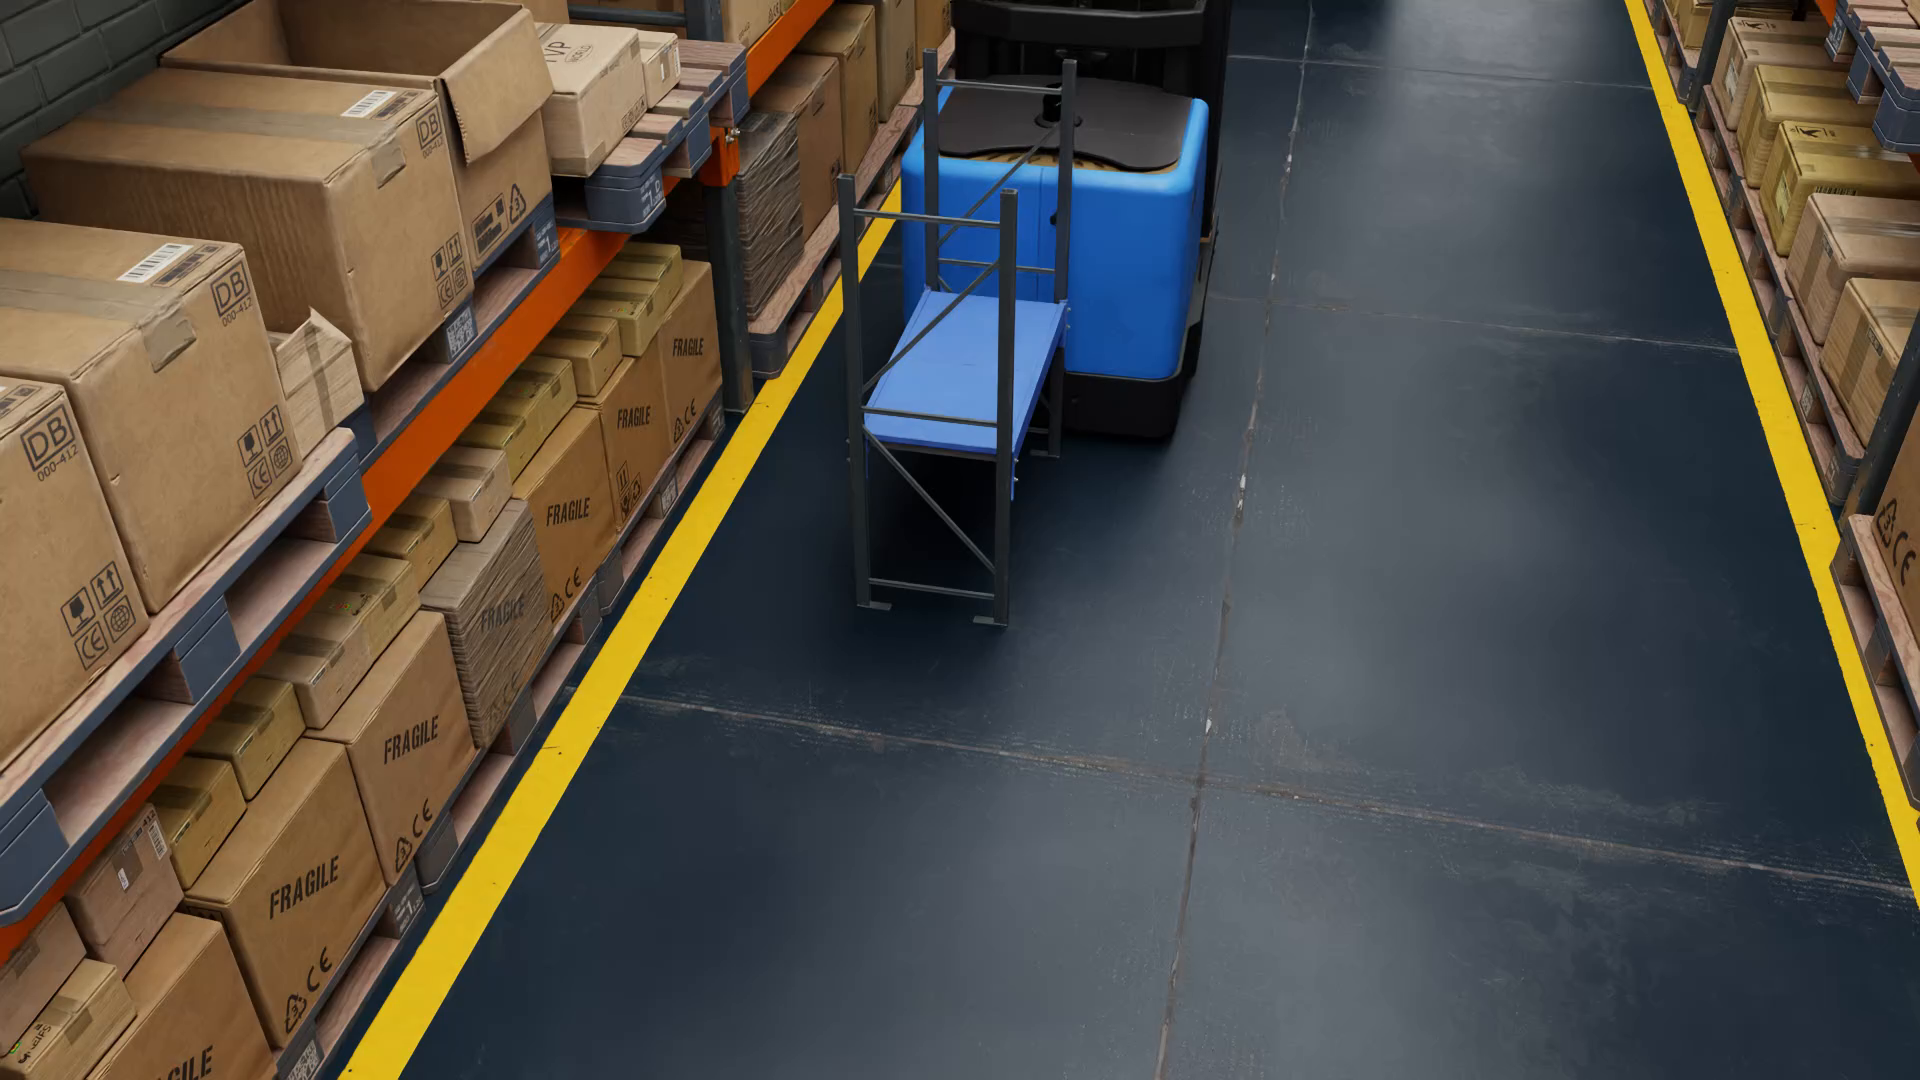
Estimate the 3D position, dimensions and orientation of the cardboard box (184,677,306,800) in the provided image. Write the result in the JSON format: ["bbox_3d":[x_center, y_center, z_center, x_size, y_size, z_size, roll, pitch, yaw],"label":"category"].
[{"bbox_3d":[-1.750,0.434,3.814,0.380,0.149,0.250,7,36,9],"label":"cardboard box"}]

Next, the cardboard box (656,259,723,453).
[{"bbox_3d":[-1.185,-0.679,5.903,0.500,0.500,0.500,8,37,11],"label":"cardboard box"}]

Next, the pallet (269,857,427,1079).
[{"bbox_3d":[-2.022,1.161,3.968,1.003,0.211,1.213,7,37,10],"label":"pallet"}]

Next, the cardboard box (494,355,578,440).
[{"bbox_3d":[-1.391,-0.444,5.026,0.380,0.149,0.250,8,37,11],"label":"cardboard box"}]

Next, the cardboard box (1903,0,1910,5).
[{"bbox_3d":[3.444,-1.912,5.688,0.380,0.149,0.250,6,36,8],"label":"cardboard box"}]

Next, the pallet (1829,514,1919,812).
[{"bbox_3d":[3.303,0.402,5.016,1.003,0.211,1.213,7,37,10],"label":"pallet"}]

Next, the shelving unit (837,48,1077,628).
[{"bbox_3d":[0.018,-0.656,5.377,0.538,1.500,1.048,7,37,10],"label":"shelving unit"}]

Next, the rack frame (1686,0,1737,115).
[{"bbox_3d":[4.400,-3.463,7.972,1.000,3.000,0.127,7,37,10],"label":"rack frame"}]

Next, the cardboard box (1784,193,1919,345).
[{"bbox_3d":[3.826,-1.023,6.487,0.950,0.372,0.625,7,36,9],"label":"cardboard box"}]

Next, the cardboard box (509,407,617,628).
[{"bbox_3d":[-1.411,-0.093,5.094,0.500,0.500,0.500,9,37,12],"label":"cardboard box"}]

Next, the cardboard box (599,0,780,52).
[{"bbox_3d":[-0.971,-1.953,6.017,0.500,0.250,0.500,7,37,10],"label":"cardboard box"}]

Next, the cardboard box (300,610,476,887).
[{"bbox_3d":[-1.621,0.504,4.271,0.500,0.500,0.500,6,36,9],"label":"cardboard box"}]

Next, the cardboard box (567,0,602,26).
[{"bbox_3d":[-1.458,-2.019,6.108,0.500,0.250,0.500,7,36,9],"label":"cardboard box"}]

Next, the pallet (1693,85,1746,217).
[{"bbox_3d":[4.235,-1.888,8.175,1.003,0.211,1.213,7,37,10],"label":"pallet"}]

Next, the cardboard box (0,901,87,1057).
[{"bbox_3d":[-1.882,0.782,3.081,0.380,0.149,0.250,7,36,9],"label":"cardboard box"}]

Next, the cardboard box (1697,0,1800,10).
[{"bbox_3d":[4.264,-3.196,8.950,0.500,0.500,0.500,7,36,9],"label":"cardboard box"}]

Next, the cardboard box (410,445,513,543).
[{"bbox_3d":[-1.473,-0.139,4.605,0.380,0.149,0.250,6,36,8],"label":"cardboard box"}]

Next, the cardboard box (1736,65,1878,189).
[{"bbox_3d":[4.140,-1.856,7.636,0.950,0.372,0.625,10,37,13],"label":"cardboard box"}]

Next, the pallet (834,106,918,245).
[{"bbox_3d":[-0.828,-1.825,8.089,1.003,0.211,1.213,7,37,10],"label":"pallet"}]

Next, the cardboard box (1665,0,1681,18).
[{"bbox_3d":[4.367,-3.199,9.593,0.500,0.250,0.500,6,36,9],"label":"cardboard box"}]

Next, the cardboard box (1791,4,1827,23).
[{"bbox_3d":[4.790,-2.824,9.076,0.500,0.250,0.500,6,36,8],"label":"cardboard box"}]

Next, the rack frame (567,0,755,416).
[{"bbox_3d":[-1.305,-1.790,5.664,1.000,3.000,0.127,7,37,10],"label":"rack frame"}]

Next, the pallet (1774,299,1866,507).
[{"bbox_3d":[3.714,-0.489,6.245,1.003,0.211,1.213,7,37,10],"label":"pallet"}]

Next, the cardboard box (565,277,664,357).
[{"bbox_3d":[-1.191,-0.735,5.428,0.380,0.149,0.250,6,36,8],"label":"cardboard box"}]

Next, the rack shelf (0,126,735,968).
[{"bbox_3d":[-1.732,-0.352,4.293,1.077,0.370,4.000,7,37,10],"label":"rack shelf"}]

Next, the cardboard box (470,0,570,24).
[{"bbox_3d":[-1.567,-1.725,5.131,0.500,0.500,0.500,9,37,12],"label":"cardboard box"}]

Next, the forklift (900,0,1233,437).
[{"bbox_3d":[0.569,-2.428,6.602,1.130,2.935,3.031,7,36,9],"label":"forklift"}]

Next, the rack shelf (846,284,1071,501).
[{"bbox_3d":[0.018,-0.511,5.483,0.538,0.185,1.000,7,37,10],"label":"rack shelf"}]

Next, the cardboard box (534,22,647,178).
[{"bbox_3d":[-1.214,-1.254,4.694,0.500,0.250,0.500,6,36,8],"label":"cardboard box"}]

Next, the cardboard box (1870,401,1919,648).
[{"bbox_3d":[3.317,-0.094,4.777,0.875,0.875,0.875,7,37,10],"label":"cardboard box"}]

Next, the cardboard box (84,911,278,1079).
[{"bbox_3d":[-1.836,1.096,3.454,0.500,0.500,0.500,9,37,12],"label":"cardboard box"}]

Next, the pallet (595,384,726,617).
[{"bbox_3d":[-1.501,-0.238,5.898,1.003,0.211,1.213,7,37,10],"label":"pallet"}]

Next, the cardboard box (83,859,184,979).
[{"bbox_3d":[-1.839,0.742,3.390,0.380,0.149,0.250,6,36,9],"label":"cardboard box"}]

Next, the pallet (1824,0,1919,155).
[{"bbox_3d":[3.594,-1.514,5.447,1.213,0.211,1.003,7,37,10],"label":"pallet"}]

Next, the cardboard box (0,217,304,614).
[{"bbox_3d":[-1.726,-0.254,3.101,0.700,0.500,0.500,8,37,10],"label":"cardboard box"}]

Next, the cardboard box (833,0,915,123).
[{"bbox_3d":[-0.724,-2.547,8.374,0.875,0.625,0.625,7,37,9],"label":"cardboard box"}]

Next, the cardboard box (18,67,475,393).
[{"bbox_3d":[-1.559,-0.704,3.722,0.700,0.500,0.500,7,37,10],"label":"cardboard box"}]

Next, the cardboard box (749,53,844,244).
[{"bbox_3d":[-1.026,-1.730,7.247,0.875,0.625,0.625,8,37,11],"label":"cardboard box"}]

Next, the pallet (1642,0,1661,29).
[{"bbox_3d":[4.767,-3.425,10.296,1.003,0.211,1.213,7,37,10],"label":"pallet"}]

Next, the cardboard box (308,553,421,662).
[{"bbox_3d":[-1.605,0.154,4.201,0.380,0.149,0.250,9,37,12],"label":"cardboard box"}]

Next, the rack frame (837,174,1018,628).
[{"bbox_3d":[-0.090,-0.365,4.975,0.500,1.500,0.032,7,37,10],"label":"rack frame"}]
